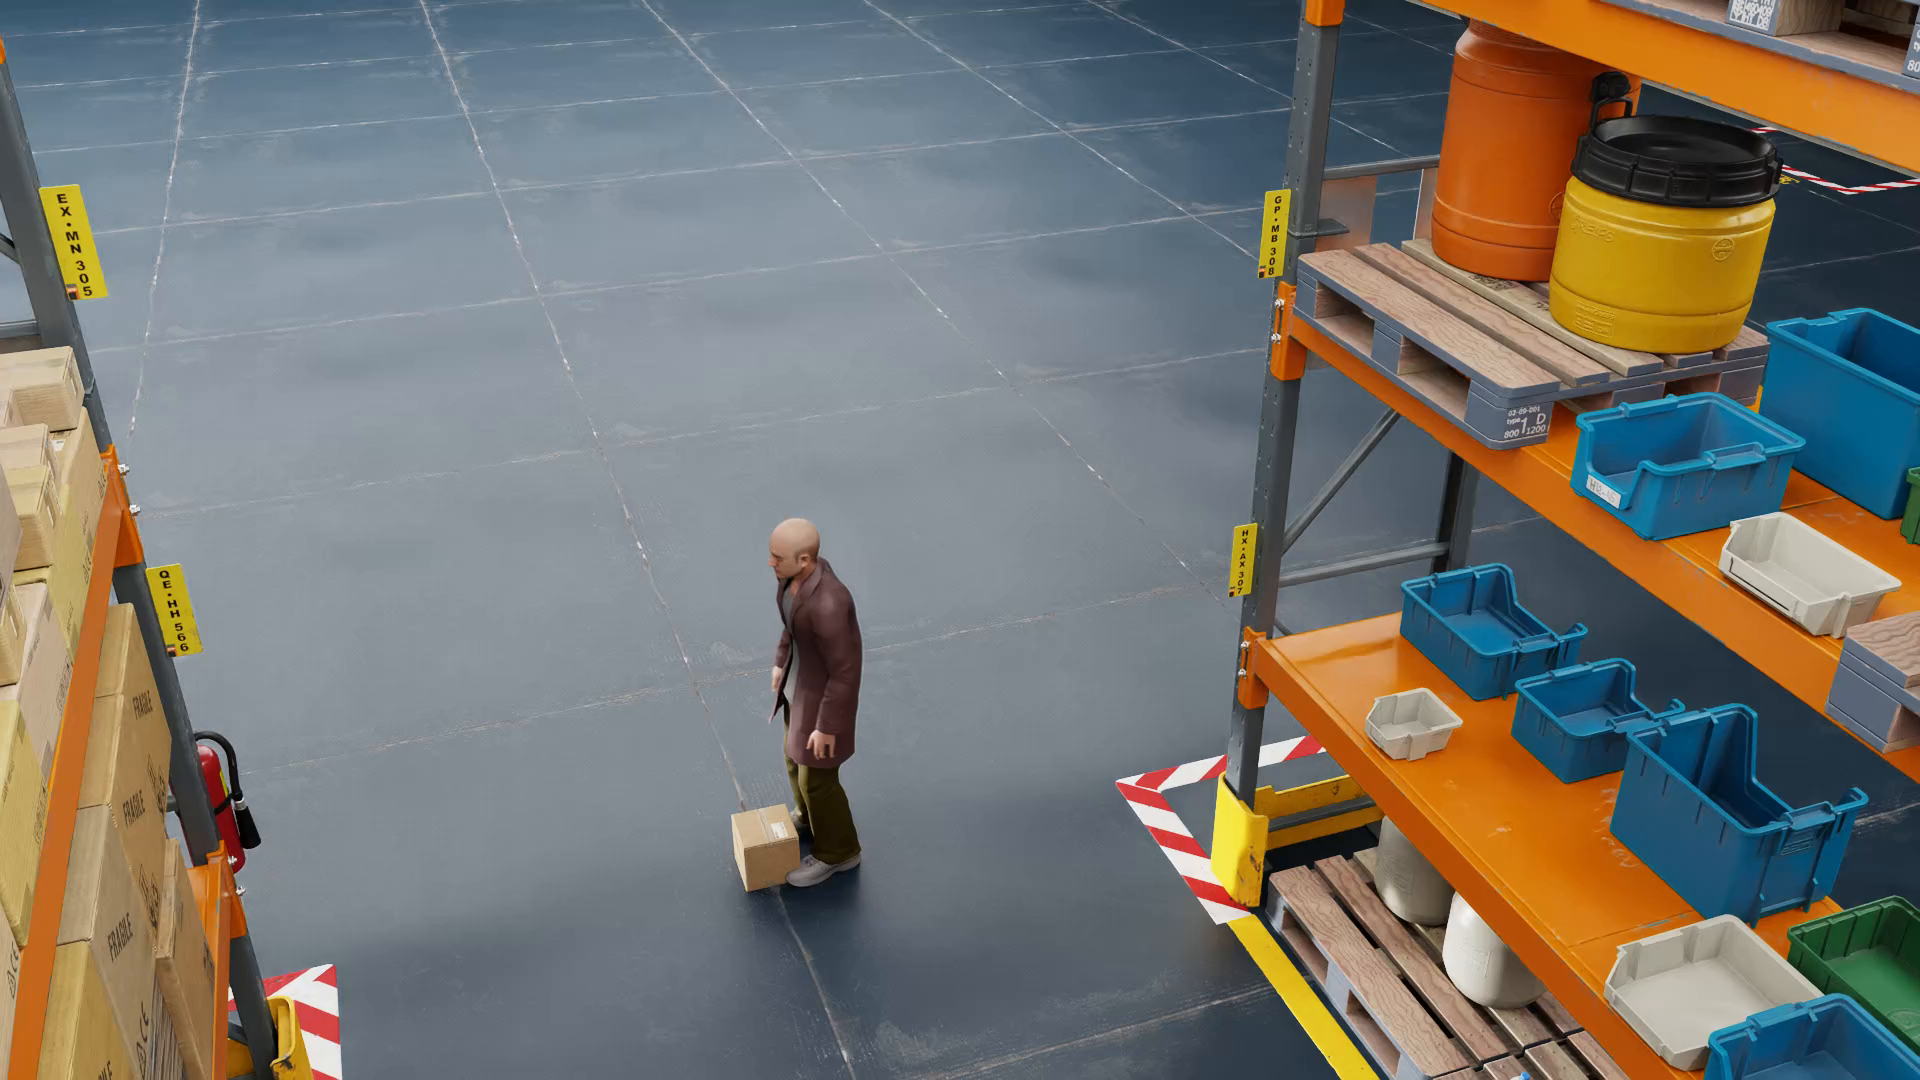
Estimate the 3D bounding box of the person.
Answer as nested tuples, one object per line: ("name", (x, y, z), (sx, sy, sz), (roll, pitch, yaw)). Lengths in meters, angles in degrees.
("person", (-0.635, 0.677, 7.166), (0.419, 1.775, 0.655), (-12, 32, -20))
